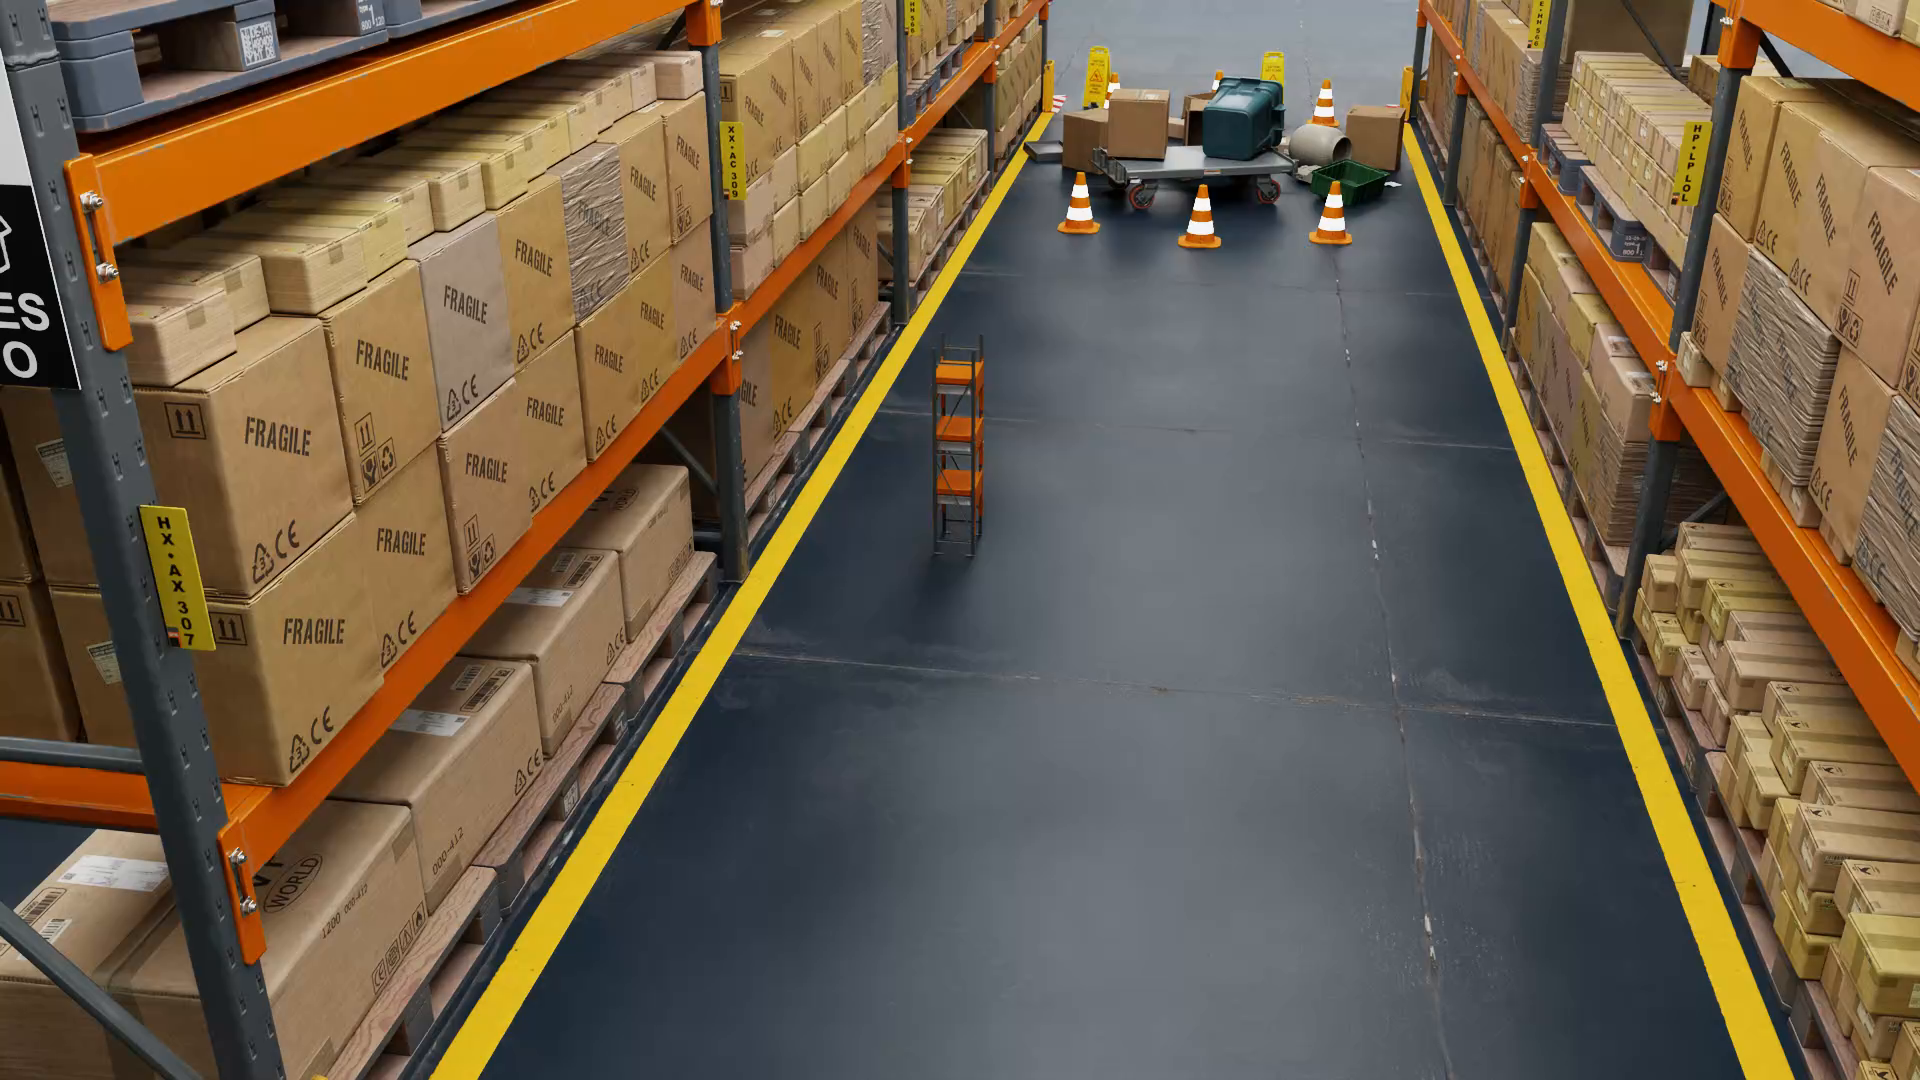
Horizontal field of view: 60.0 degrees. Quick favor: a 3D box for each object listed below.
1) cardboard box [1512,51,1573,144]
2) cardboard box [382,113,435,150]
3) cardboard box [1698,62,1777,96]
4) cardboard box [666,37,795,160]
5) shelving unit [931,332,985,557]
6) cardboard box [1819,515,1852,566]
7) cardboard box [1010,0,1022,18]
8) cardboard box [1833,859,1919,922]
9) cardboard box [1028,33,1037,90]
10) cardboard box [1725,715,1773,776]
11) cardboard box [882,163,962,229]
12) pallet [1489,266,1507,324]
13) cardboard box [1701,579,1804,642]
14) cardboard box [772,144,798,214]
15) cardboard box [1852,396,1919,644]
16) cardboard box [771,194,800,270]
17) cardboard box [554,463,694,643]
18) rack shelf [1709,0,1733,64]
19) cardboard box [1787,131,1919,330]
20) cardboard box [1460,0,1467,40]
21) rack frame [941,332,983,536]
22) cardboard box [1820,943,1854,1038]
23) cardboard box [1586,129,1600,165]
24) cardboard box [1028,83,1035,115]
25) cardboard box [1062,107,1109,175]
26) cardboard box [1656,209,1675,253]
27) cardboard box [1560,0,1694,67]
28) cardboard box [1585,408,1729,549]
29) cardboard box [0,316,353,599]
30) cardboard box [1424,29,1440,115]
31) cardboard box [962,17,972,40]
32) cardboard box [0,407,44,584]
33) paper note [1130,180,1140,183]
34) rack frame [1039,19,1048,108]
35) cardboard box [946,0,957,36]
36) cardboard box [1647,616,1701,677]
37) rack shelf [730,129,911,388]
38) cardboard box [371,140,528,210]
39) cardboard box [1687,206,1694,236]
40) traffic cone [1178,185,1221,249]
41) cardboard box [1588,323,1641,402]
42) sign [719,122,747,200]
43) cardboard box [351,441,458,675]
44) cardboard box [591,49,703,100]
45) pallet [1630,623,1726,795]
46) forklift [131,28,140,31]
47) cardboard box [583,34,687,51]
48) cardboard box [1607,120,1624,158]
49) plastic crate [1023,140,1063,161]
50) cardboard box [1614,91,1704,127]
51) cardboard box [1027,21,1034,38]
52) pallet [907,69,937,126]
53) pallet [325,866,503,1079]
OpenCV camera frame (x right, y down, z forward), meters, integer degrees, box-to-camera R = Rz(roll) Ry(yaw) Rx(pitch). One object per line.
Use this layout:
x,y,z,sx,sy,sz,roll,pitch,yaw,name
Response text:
3.860,-2.829,10.638,0.500,0.500,0.500,4,25,9,cardboard box
-1.970,-1.345,5.523,0.380,0.149,0.250,4,25,8,cardboard box
4.380,-2.581,9.326,0.380,0.149,0.250,4,25,8,cardboard box
-1.091,-2.082,7.862,0.500,0.500,0.500,4,25,8,cardboard box
-0.009,-0.453,7.980,0.215,1.050,0.252,4,25,9,shelving unit
2.863,-0.025,5.062,0.380,0.149,0.250,5,26,10,cardboard box
0.391,-5.081,15.863,0.380,0.149,0.250,4,25,9,cardboard box
2.700,1.039,4.657,0.380,0.149,0.250,3,25,6,cardboard box
0.503,-4.937,17.122,0.500,0.500,0.500,5,26,10,cardboard box
2.846,0.735,5.657,0.380,0.149,0.250,4,25,8,cardboard box
-0.505,-2.739,13.168,0.950,0.372,0.625,5,26,10,cardboard box
4.254,-1.639,11.502,1.003,0.211,1.213,4,25,9,pallet
3.040,0.277,6.285,0.380,0.149,0.250,4,25,8,cardboard box
-1.095,-1.748,8.033,0.500,0.250,0.500,4,25,9,cardboard box
2.726,-0.045,4.338,0.500,0.500,0.500,4,25,9,cardboard box
-1.087,-1.519,8.134,0.500,0.250,0.500,3,25,7,cardboard box
-1.711,0.021,7.195,0.875,0.438,0.875,4,25,8,cardboard box
3.724,-2.773,7.947,1.077,0.370,4.000,4,25,9,rack shelf
2.901,-0.939,5.069,0.500,0.500,0.500,4,25,9,cardboard box
4.753,-4.473,14.091,0.875,0.550,0.550,4,25,9,cardboard box
0.011,-0.504,8.089,0.200,1.050,0.008,4,25,9,rack frame
2.722,1.312,4.776,0.380,0.149,0.250,4,25,9,cardboard box
3.649,-2.142,9.089,0.380,0.149,0.250,5,26,11,cardboard box
0.499,-4.596,17.278,0.500,0.250,0.500,4,25,9,cardboard box
1.322,-3.774,15.719,0.500,0.500,0.500,-20,32,-36,cardboard box
3.351,-1.373,7.446,0.380,0.149,0.250,4,25,8,cardboard box
4.134,-3.262,10.384,0.700,0.500,0.500,4,25,8,cardboard box
3.270,-0.289,7.783,0.500,0.500,0.500,4,25,8,cardboard box
-1.797,-0.211,3.865,0.500,0.500,0.500,3,25,7,cardboard box
5.313,-4.863,17.111,0.875,0.875,0.875,4,25,9,cardboard box
-0.112,-4.067,13.201,0.380,0.149,0.250,4,25,9,cardboard box
-2.312,-0.248,3.944,0.500,0.500,0.500,5,26,10,cardboard box
1.575,-3.309,15.284,0.148,0.019,0.142,4,25,9,paper note
0.458,-6.224,18.008,1.000,3.000,0.127,4,25,9,rack frame
-0.299,-4.070,12.442,0.500,0.500,0.500,3,25,7,cardboard box
2.977,0.438,6.643,0.380,0.149,0.250,5,26,10,cardboard box
-1.176,-1.715,9.225,1.077,0.370,4.000,4,25,9,rack shelf
-1.530,-1.099,4.997,0.380,0.149,0.250,3,25,7,cardboard box
3.268,-1.295,6.929,0.380,0.149,0.250,5,26,10,cardboard box
1.922,-2.596,13.249,0.336,0.463,0.334,4,25,9,traffic cone
3.367,-0.845,8.085,0.500,0.250,0.500,5,26,11,cardboard box
-0.955,-1.595,7.005,0.100,0.325,0.005,4,25,9,sign
-1.739,0.028,4.533,0.500,0.500,0.500,4,25,8,cardboard box
-1.239,-1.846,6.593,0.380,0.149,0.250,4,25,7,cardboard box
3.322,0.642,6.629,1.003,0.211,1.213,4,25,9,pallet
-3.335,-1.479,7.952,1.130,2.935,3.031,3,25,6,forklift
-1.600,-2.124,7.952,0.500,0.500,0.500,5,25,10,cardboard box
3.565,-2.061,8.565,0.380,0.149,0.250,4,25,8,cardboard box
0.870,-3.828,16.334,0.402,0.080,0.583,-5,25,-10,plastic crate
3.571,-2.193,8.497,0.380,0.149,0.250,5,26,10,cardboard box
0.547,-5.186,16.889,0.380,0.149,0.250,4,25,9,cardboard box
-0.838,-3.096,11.553,1.213,0.211,1.003,4,25,9,pallet
-2.103,1.391,5.029,1.003,0.211,1.213,4,25,9,pallet
